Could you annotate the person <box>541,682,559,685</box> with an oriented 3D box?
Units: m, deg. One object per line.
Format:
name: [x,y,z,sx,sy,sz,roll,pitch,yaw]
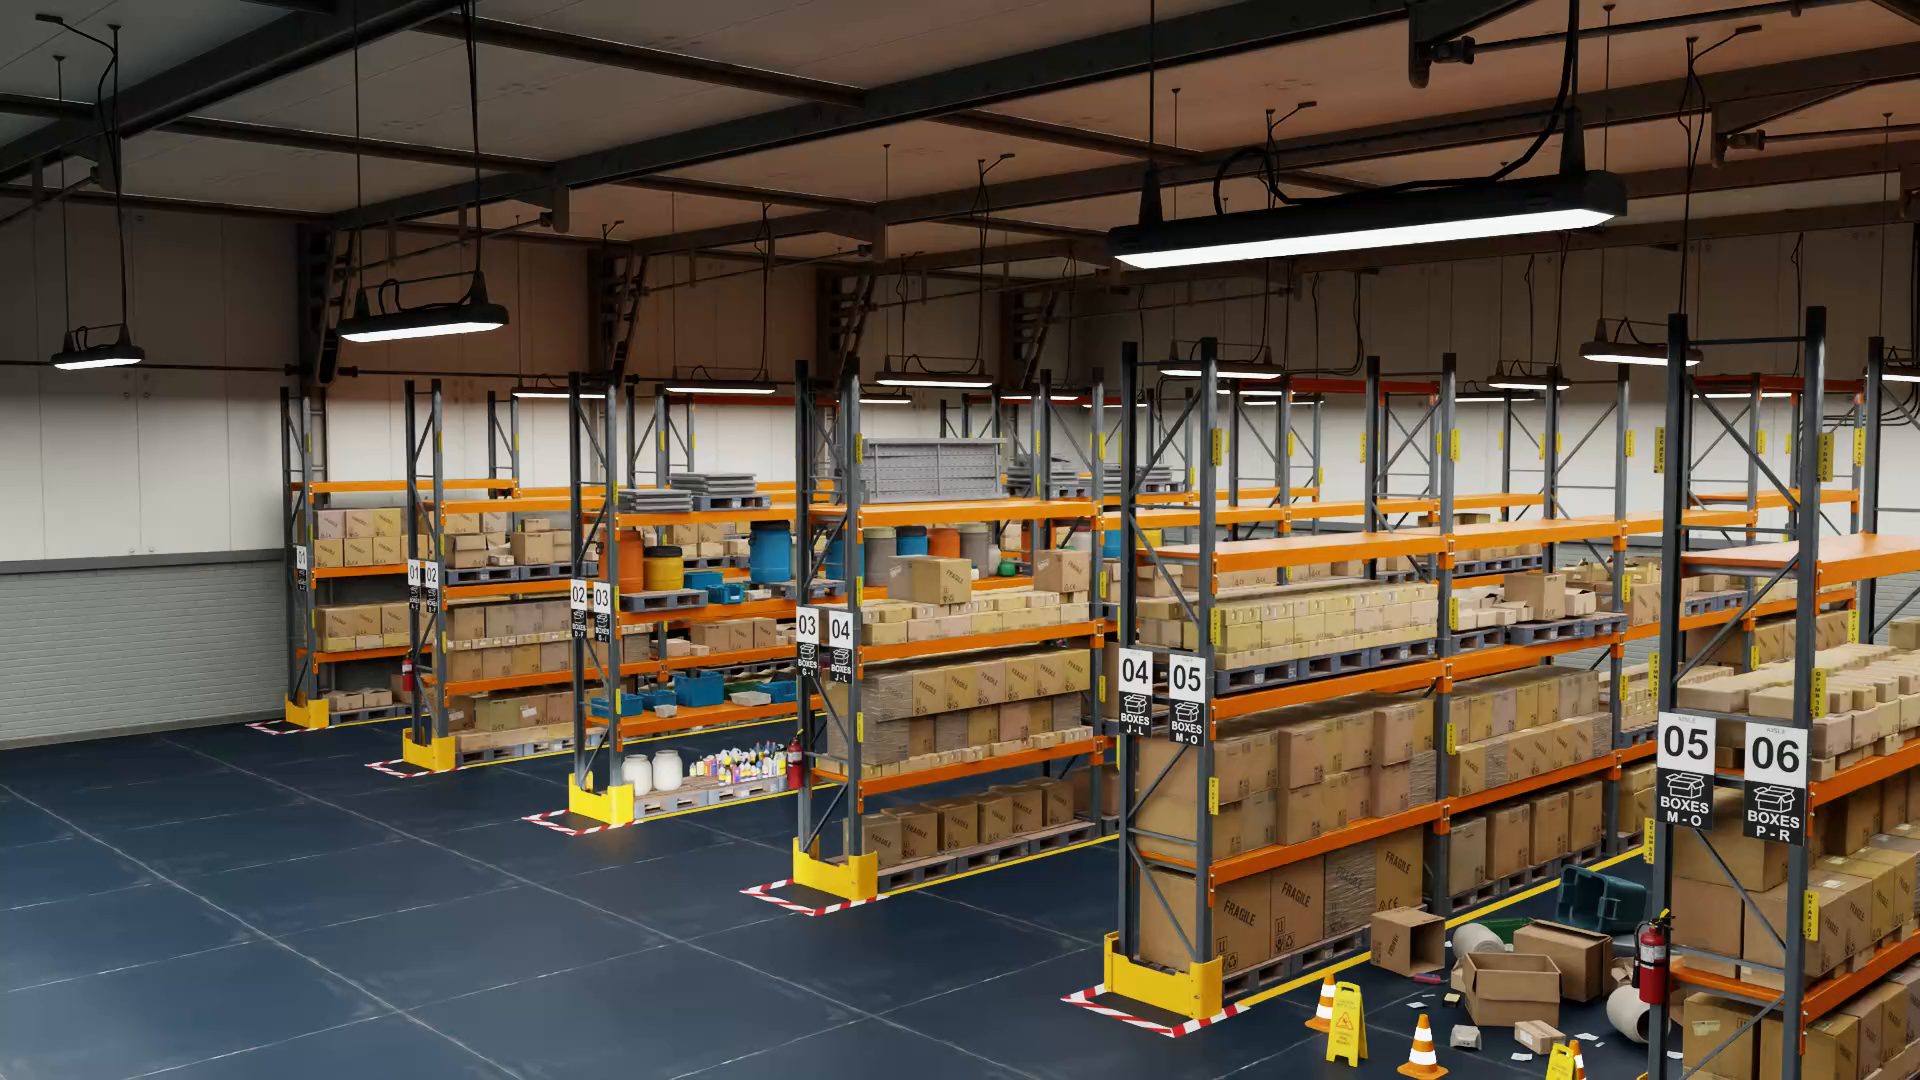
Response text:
person: [-7.459,2.417,30.277,0.381,1.724,0.562,3,5,43]
